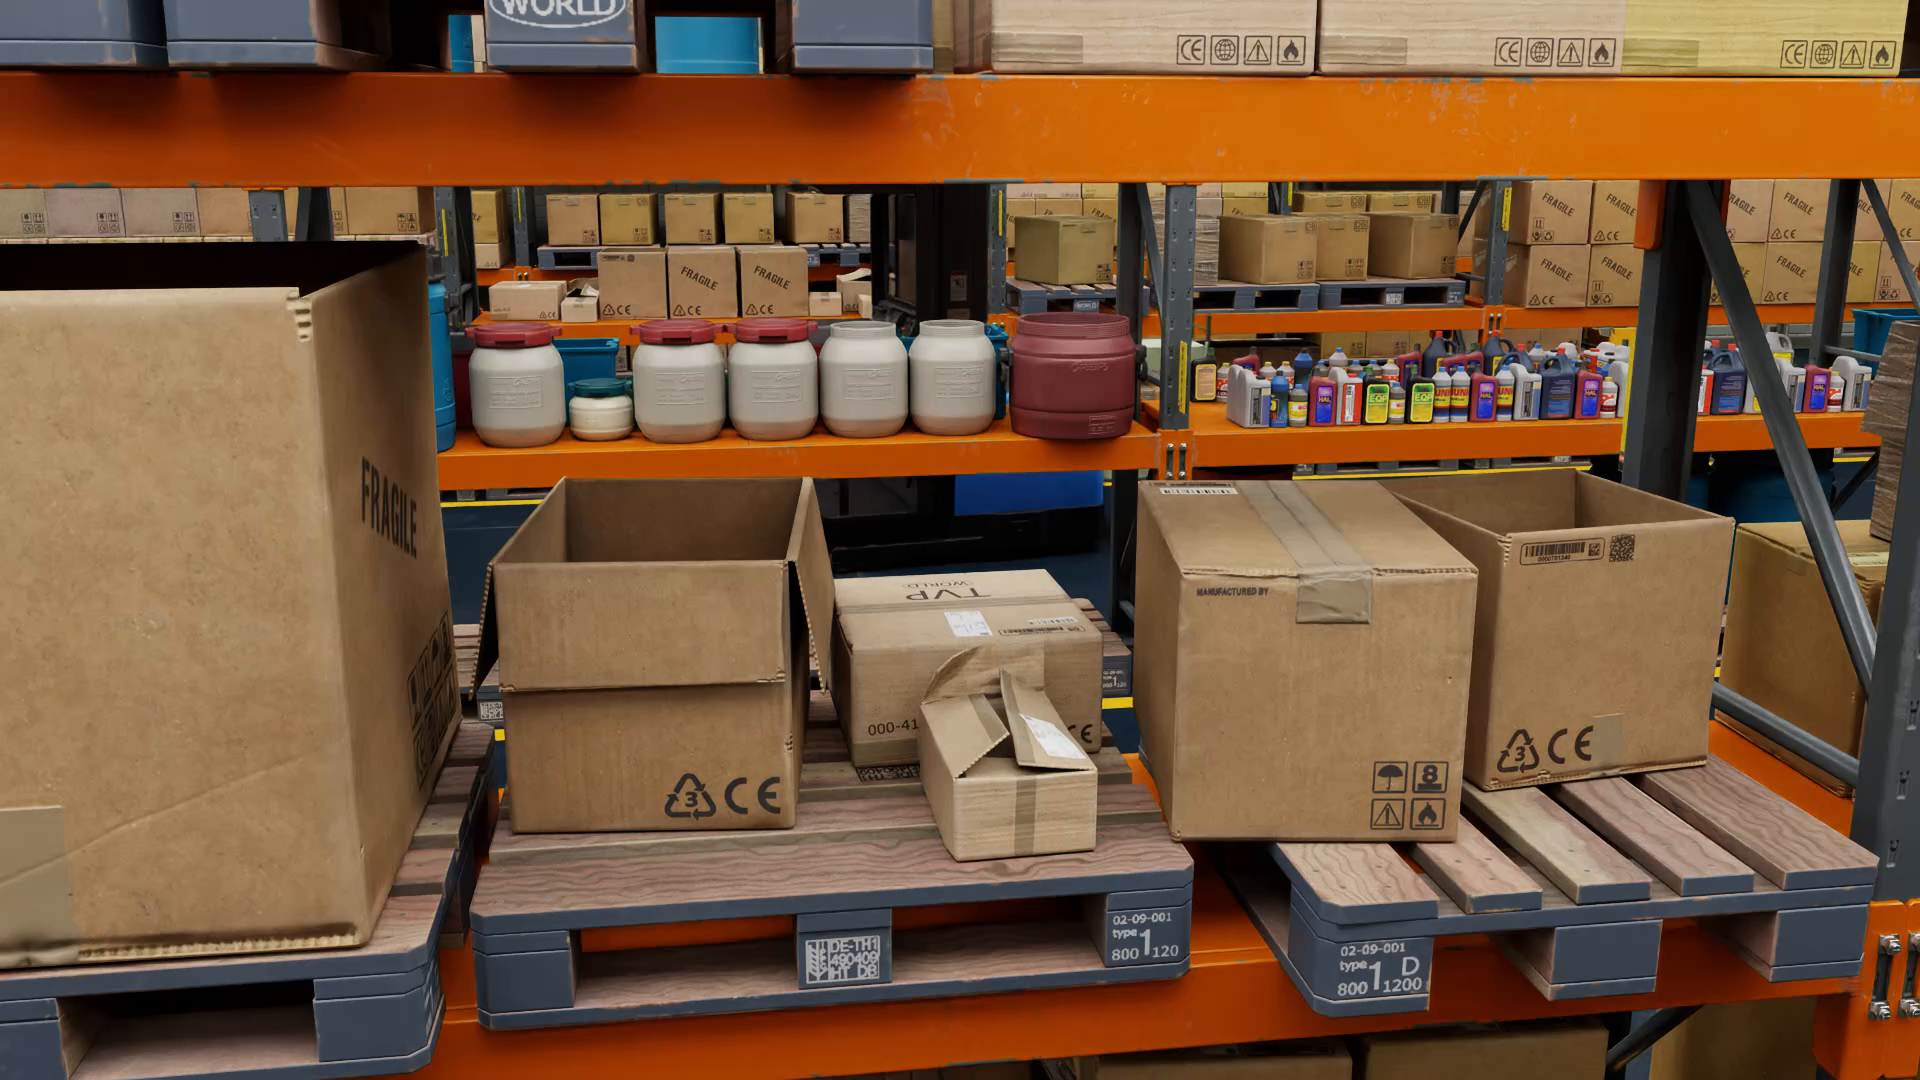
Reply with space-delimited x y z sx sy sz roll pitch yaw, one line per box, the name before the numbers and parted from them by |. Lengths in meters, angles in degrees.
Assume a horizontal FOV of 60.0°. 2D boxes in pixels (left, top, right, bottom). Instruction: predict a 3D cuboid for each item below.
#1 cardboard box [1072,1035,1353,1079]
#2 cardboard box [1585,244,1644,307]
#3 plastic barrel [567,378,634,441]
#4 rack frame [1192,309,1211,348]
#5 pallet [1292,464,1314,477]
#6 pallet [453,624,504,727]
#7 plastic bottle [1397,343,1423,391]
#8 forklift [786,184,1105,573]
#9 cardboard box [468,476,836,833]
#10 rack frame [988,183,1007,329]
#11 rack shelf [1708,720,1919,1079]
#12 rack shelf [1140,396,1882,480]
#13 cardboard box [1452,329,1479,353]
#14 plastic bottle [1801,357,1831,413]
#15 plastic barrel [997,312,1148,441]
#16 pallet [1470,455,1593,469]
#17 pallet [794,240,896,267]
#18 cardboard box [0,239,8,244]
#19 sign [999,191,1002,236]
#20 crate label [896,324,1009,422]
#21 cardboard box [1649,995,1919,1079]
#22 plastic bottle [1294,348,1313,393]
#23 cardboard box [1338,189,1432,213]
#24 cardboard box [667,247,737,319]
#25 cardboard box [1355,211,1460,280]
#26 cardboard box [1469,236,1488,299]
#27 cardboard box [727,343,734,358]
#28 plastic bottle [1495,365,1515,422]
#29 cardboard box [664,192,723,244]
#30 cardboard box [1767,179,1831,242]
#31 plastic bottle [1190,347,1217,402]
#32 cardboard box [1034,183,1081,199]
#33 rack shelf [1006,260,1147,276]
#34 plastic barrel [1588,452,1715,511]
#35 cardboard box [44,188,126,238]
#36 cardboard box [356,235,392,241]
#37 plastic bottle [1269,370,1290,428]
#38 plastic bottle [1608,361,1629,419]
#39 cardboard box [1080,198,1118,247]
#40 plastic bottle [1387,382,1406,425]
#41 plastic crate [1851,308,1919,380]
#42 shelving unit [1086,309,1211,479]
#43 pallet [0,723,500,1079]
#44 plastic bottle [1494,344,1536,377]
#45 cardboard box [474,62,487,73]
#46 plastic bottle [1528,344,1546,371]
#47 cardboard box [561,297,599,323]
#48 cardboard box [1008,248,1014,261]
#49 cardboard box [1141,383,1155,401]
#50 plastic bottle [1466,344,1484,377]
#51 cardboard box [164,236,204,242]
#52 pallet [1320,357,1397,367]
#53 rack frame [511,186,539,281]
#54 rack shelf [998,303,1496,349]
cardboard box | 0.504 1.069 3.485 0.500 0.250 0.500 0 14 -2
cardboard box | 5.219 -2.168 13.494 0.500 0.500 0.500 -2 14 -7
plastic barrel | -1.676 -0.610 7.771 0.301 0.262 0.301 0 14 0
rack frame | 1.612 -0.799 11.323 0.023 1.500 0.400 -2 14 -9
pallet | 2.161 -0.711 13.623 1.213 0.211 1.003 -2 14 -8
pallet | -2.237 0.649 8.200 1.213 0.211 1.003 -2 14 -8
plastic bottle | 2.414 -0.913 8.935 0.133 0.283 0.061 -2 14 -8
forklift | -0.622 -1.362 10.626 3.031 2.935 1.130 -4 15 -17
cardboard box | -0.570 0.187 3.235 0.637 0.503 0.797 -1 14 -3
rack frame | 0.213 -2.002 13.039 0.127 3.000 1.000 -2 14 -8
rack shelf | 3.663 0.657 3.914 4.000 0.370 1.077 -2 14 -8
rack shelf | 2.925 -0.534 8.664 4.000 0.370 1.077 -2 14 -8
cardboard box | 5.713 -2.389 18.856 0.500 0.500 0.700 -3 14 -10
plastic bottle | 4.339 -0.788 8.436 0.133 0.283 0.061 -2 14 -8
plastic barrel | 0.534 -0.787 7.914 0.708 0.536 0.600 -2 14 -8
pallet | 4.848 -0.819 14.055 1.213 0.211 1.003 -2 14 -8
pallet | -1.217 -3.049 17.608 1.003 0.211 1.213 -2 14 -8
cardboard box | -6.770 -2.057 11.718 0.250 0.149 0.380 -2 14 -8
sign | 0.299 -2.430 12.367 0.005 0.325 0.100 -2 14 -8
crate label | -0.075 -0.857 8.399 0.616 0.435 0.502 -2 14 -8
cardboard box | 2.371 1.188 3.824 0.875 0.875 1.225 -3 14 -11
plastic bottle | 1.821 -0.881 8.832 0.097 0.271 0.097 0 14 0
cardboard box | 4.688 -3.525 18.494 0.700 0.700 0.980 -2 14 -10
cardboard box | -1.964 -1.967 12.693 0.500 0.500 0.500 -2 14 -8
cardboard box | 3.667 -2.436 13.700 0.500 0.500 0.700 -7 16 -27
cardboard box | 4.624 -2.276 13.923 0.500 0.500 0.500 -2 14 -7
cardboard box | -2.247 -2.140 17.825 0.500 0.500 0.700 -2 14 -9
plastic bottle | 2.684 -0.726 8.213 0.097 0.271 0.097 0 14 0
cardboard box | -2.776 -3.371 17.386 0.500 0.500 0.700 0 14 -1
cardboard box | 6.713 -2.705 13.580 0.500 0.500 0.500 -2 14 -7
plastic bottle | 1.284 -0.871 8.770 0.133 0.283 0.061 -2 14 -8
cardboard box | 0.984 -3.753 17.621 0.500 0.250 0.500 -2 14 -8
rack shelf | 1.449 -2.917 18.167 4.000 0.370 1.077 -2 14 -8
plastic barrel | 3.662 -0.100 8.905 0.708 0.901 0.600 -2 14 -8
cardboard box | -6.164 -2.445 11.931 0.500 0.500 0.700 -2 14 -8
cardboard box | -4.224 -2.151 12.092 0.250 0.149 0.380 -2 14 -9
plastic bottle | 1.542 -0.684 8.046 0.097 0.271 0.097 0 14 0
plastic bottle | 3.339 -0.759 8.335 0.135 0.276 0.152 -2 14 -8
cardboard box | 1.514 -3.407 17.784 0.500 0.500 0.500 -2 14 -7
plastic bottle | 2.131 -0.671 8.141 0.097 0.201 0.097 0 14 0
plastic crate | 5.313 -1.076 9.255 0.575 0.384 0.392 -2 14 -8
shelving unit | 1.251 -0.784 11.265 0.755 1.500 0.431 -2 14 -9
pallet | -1.493 0.626 2.953 1.213 0.211 1.003 -2 14 -8
plastic bottle | 2.797 -0.811 8.392 0.185 0.351 0.144 -2 14 -8
cardboard box | -4.949 -4.484 16.522 0.500 0.500 0.500 -2 14 -7
plastic bottle | 3.125 -0.928 9.022 0.097 0.271 0.097 0 14 0
cardboard box | -2.836 -1.718 12.424 0.250 0.149 0.380 -2 14 -8
cardboard box | 0.588 -3.073 17.783 0.250 0.149 0.380 -2 14 -9
cardboard box | 1.223 -0.971 13.163 0.500 0.500 0.500 -3 14 -10
plastic bottle | 2.738 -0.910 8.922 0.133 0.283 0.061 -2 14 -8
cardboard box | -5.497 -2.103 11.902 0.250 0.149 0.380 -2 14 -6
pallet | 4.190 -1.995 18.742 1.213 0.211 1.003 -2 14 -8
rack frame | -4.484 -3.049 17.212 0.127 3.000 1.000 -2 14 -8
rack shelf | 2.191 -1.726 13.416 4.000 0.370 1.077 -2 14 -8
